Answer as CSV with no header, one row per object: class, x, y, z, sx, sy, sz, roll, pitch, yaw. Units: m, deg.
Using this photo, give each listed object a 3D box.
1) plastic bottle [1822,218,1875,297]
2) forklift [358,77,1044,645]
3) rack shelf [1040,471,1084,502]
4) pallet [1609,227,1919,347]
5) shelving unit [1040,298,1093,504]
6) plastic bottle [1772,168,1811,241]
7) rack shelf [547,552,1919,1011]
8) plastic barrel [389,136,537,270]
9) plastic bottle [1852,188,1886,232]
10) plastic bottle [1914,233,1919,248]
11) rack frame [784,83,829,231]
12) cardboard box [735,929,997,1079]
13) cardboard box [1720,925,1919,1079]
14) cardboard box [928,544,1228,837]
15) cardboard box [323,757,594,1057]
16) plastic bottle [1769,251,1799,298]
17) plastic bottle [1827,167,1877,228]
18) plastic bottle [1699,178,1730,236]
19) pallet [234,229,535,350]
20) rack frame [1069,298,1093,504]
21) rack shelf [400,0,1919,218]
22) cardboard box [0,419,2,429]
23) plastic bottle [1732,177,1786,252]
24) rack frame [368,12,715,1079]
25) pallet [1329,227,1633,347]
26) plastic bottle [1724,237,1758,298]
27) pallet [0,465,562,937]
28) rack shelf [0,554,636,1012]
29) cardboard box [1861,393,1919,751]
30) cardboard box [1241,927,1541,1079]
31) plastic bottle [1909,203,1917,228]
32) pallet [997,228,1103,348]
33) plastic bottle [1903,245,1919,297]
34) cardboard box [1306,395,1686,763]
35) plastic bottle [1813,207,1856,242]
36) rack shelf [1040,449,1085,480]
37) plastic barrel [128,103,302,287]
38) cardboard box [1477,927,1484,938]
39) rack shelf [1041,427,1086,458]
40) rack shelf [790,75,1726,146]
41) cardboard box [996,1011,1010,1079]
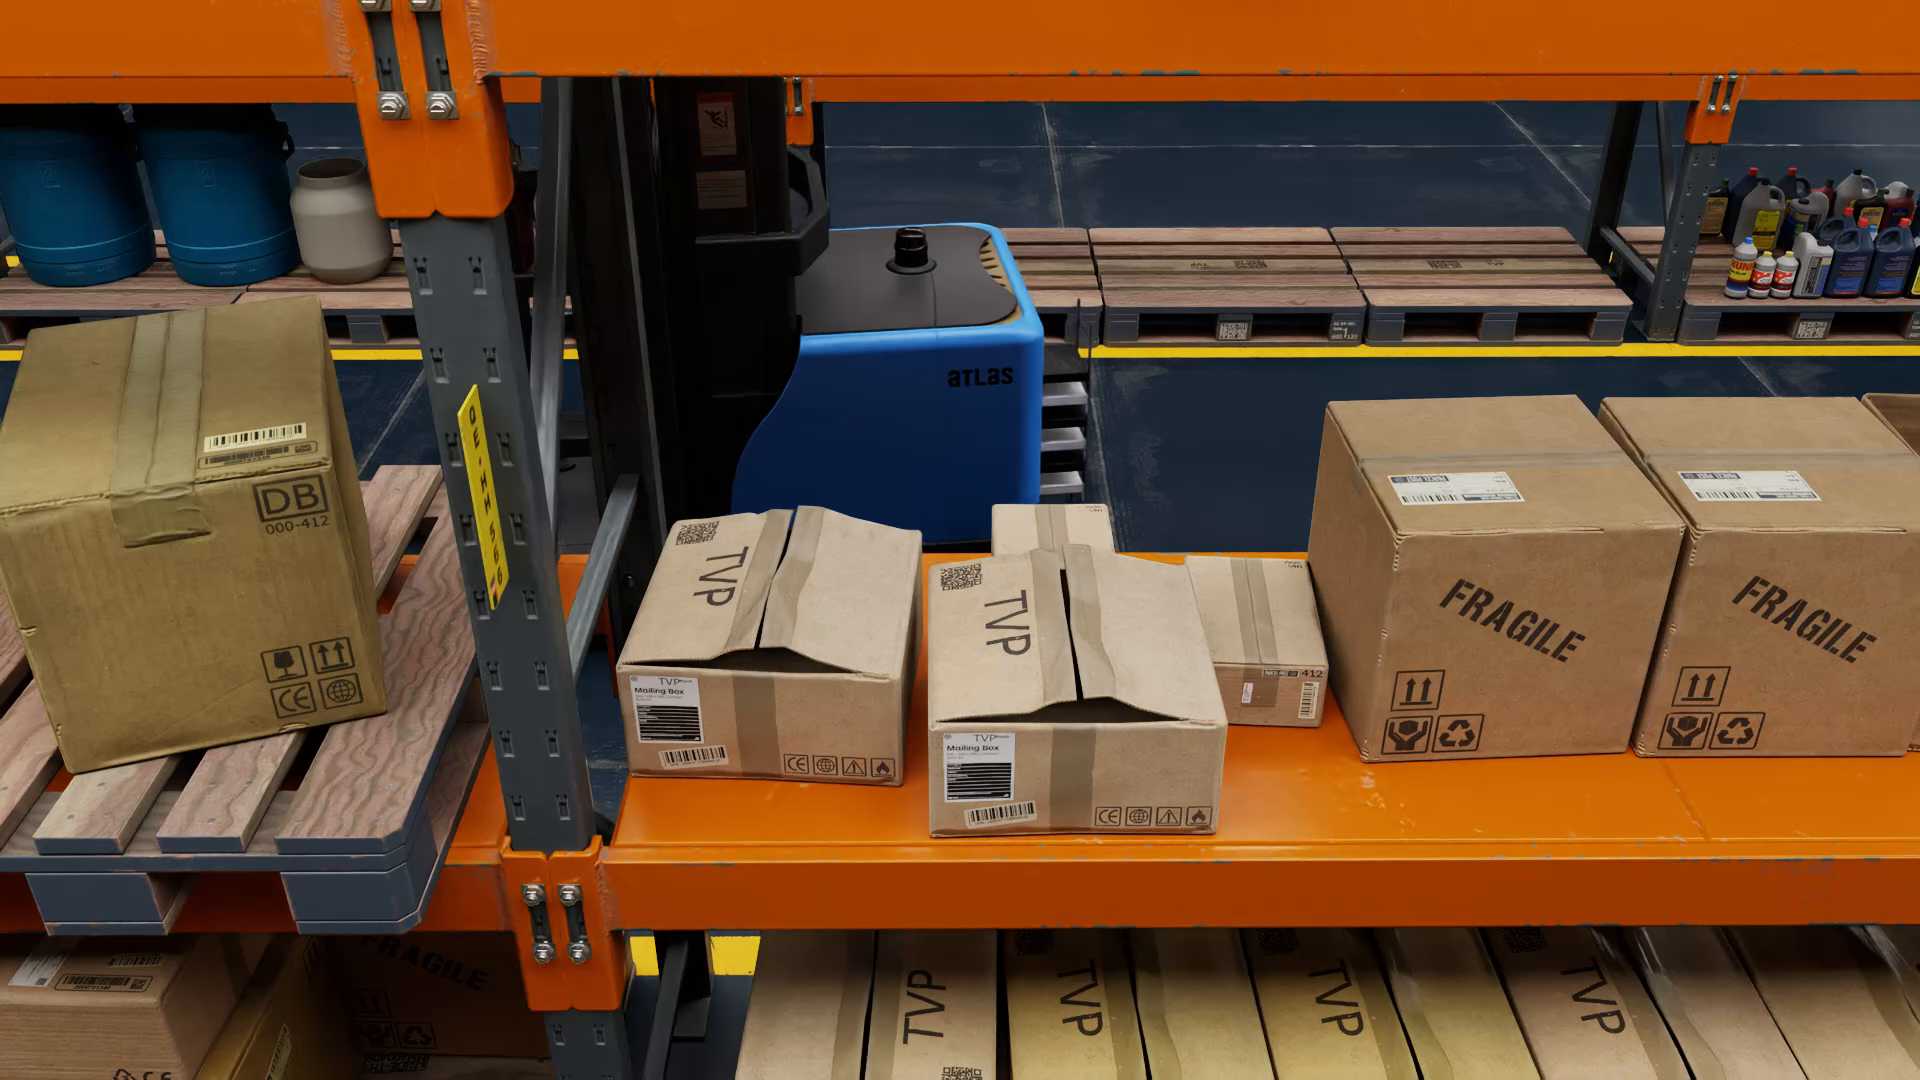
plastic bottle,4.080,-1.305,7.639,0.185,0.351,0.144,1,31,1
forklift,-1.272,-1.165,5.344,3.031,2.935,1.130,-4,31,-7
rack shelf,0.338,-0.230,6.173,0.200,0.077,0.258,-4,31,-7
pallet,3.943,-1.250,8.107,1.213,0.211,1.003,0,31,0
shelving unit,0.338,-0.412,6.062,0.210,0.900,0.258,-4,31,-7
plastic bottle,4.105,-1.670,8.240,0.185,0.351,0.144,-2,31,-3
rack shelf,1.297,0.421,3.358,4.000,0.370,1.077,0,31,0
plastic barrel,-2.348,-1.584,7.889,0.708,0.588,0.600,0,31,0
plastic bottle,4.454,-1.589,8.171,0.133,0.283,0.061,0,31,0
plastic bottle,4.416,-1.291,7.693,0.097,0.271,0.097,0,31,0
rack frame,-0.729,-2.449,7.395,0.127,3.000,1.000,0,31,0
cardboard box,-0.177,1.027,3.371,0.500,0.311,0.500,1,31,1
cardboard box,1.874,1.019,3.384,0.500,0.311,0.500,0,31,0
cardboard box,0.193,0.256,3.023,0.500,0.311,0.500,-1,31,-1
cardboard box,-1.160,0.854,3.937,0.500,0.500,0.500,1,31,2
plastic bottle,3.795,-1.228,7.656,0.097,0.201,0.097,0,31,0
plastic bottle,4.428,-1.671,8.242,0.185,0.351,0.144,0,31,-1
plastic bottle,3.750,-1.661,8.291,0.133,0.283,0.061,1,31,2
pallet,-2.734,-1.231,8.075,1.213,0.211,1.003,0,31,0
rack frame,0.439,-0.419,6.073,0.006,0.900,0.240,-4,31,-7
rack shelf,1.297,-0.861,2.580,4.000,0.370,1.077,0,31,0
cardboard box,-2.248,-0.138,3.085,0.500,0.500,0.700,6,32,9
plastic bottle,3.914,-1.594,8.116,0.185,0.351,0.144,0,31,0
rack frame,-0.703,0.120,3.161,0.127,3.000,1.000,0,31,0
pallet,2.486,-1.247,8.102,1.213,0.211,1.003,0,31,0
plastic bottle,3.592,-1.257,7.637,0.097,0.271,0.097,0,31,0
pallet,-1.380,0.240,3.147,1.003,0.211,1.213,0,31,0
rack shelf,-2.703,0.434,3.337,4.000,0.370,1.077,0,31,0
cardboard box,2.002,0.060,3.163,0.500,0.500,0.500,2,31,3
cardboard box,0.858,1.020,3.382,0.500,0.311,0.500,-1,31,-2
plastic bottle,4.708,-1.620,8.302,0.097,0.201,0.097,0,31,0
pallet,0.046,-1.240,8.090,1.213,0.211,1.003,0,31,0
plastic bottle,4.435,-1.256,7.622,0.133,0.283,0.061,1,31,2
cardboard box,0.975,0.063,3.157,0.500,0.500,0.500,-2,31,-3
plastic bottle,4.080,-1.380,7.762,0.185,0.351,0.144,0,31,0
rack shelf,0.338,-0.307,6.126,0.200,0.077,0.258,-4,31,-7
plastic barrel,-3.477,-1.714,7.802,0.708,0.901,0.600,0,31,0
cardboard box,1.345,0.741,3.842,0.500,0.311,0.500,1,31,1
rack shelf,0.338,-0.384,6.079,0.200,0.077,0.258,-4,31,-7
rack shelf,1.271,-2.148,7.592,4.000,0.370,1.077,0,31,0
cardboard box,0.325,1.265,3.520,0.500,0.250,0.500,-1,31,-2
